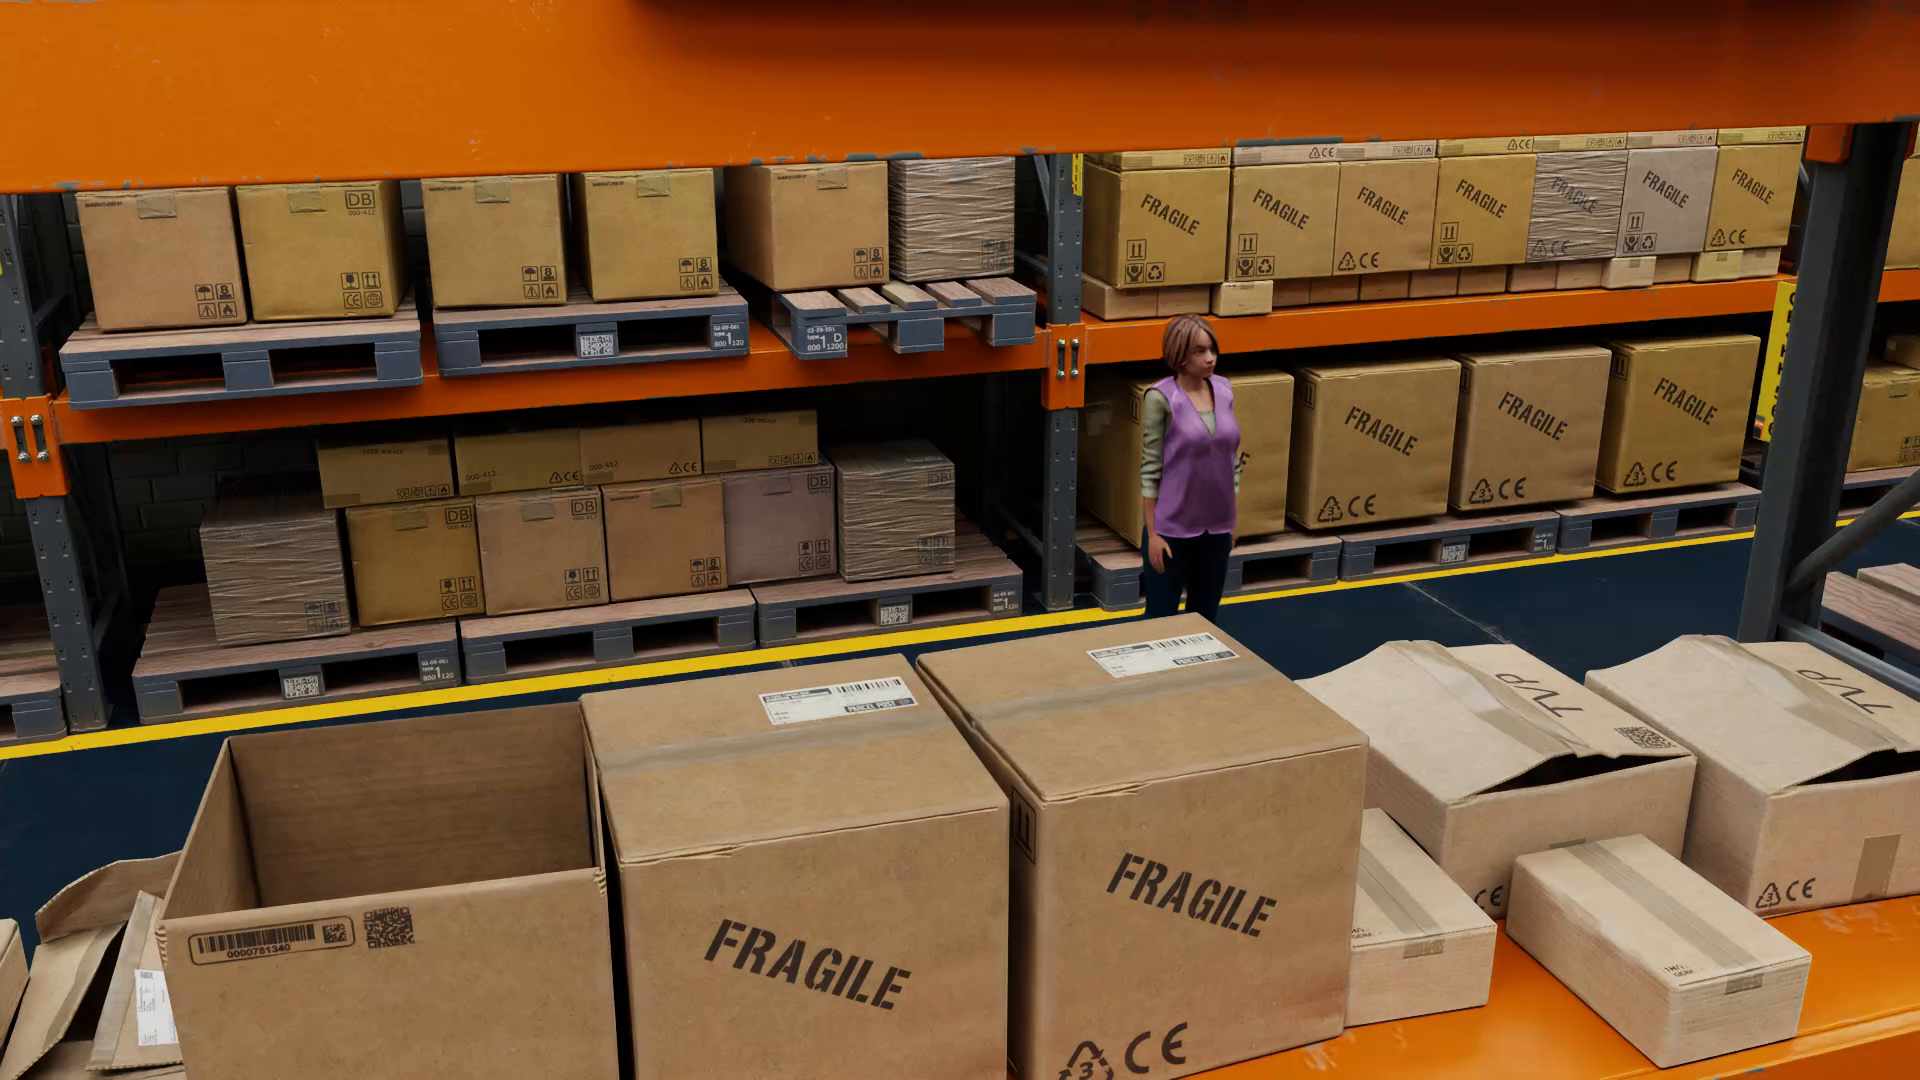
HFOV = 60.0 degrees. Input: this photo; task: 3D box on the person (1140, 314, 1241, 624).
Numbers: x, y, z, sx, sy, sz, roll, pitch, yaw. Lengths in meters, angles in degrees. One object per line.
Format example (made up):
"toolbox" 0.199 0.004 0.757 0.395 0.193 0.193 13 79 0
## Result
"person" 0.846 -0.041 6.137 0.415 1.610 0.312 -8 21 -22
